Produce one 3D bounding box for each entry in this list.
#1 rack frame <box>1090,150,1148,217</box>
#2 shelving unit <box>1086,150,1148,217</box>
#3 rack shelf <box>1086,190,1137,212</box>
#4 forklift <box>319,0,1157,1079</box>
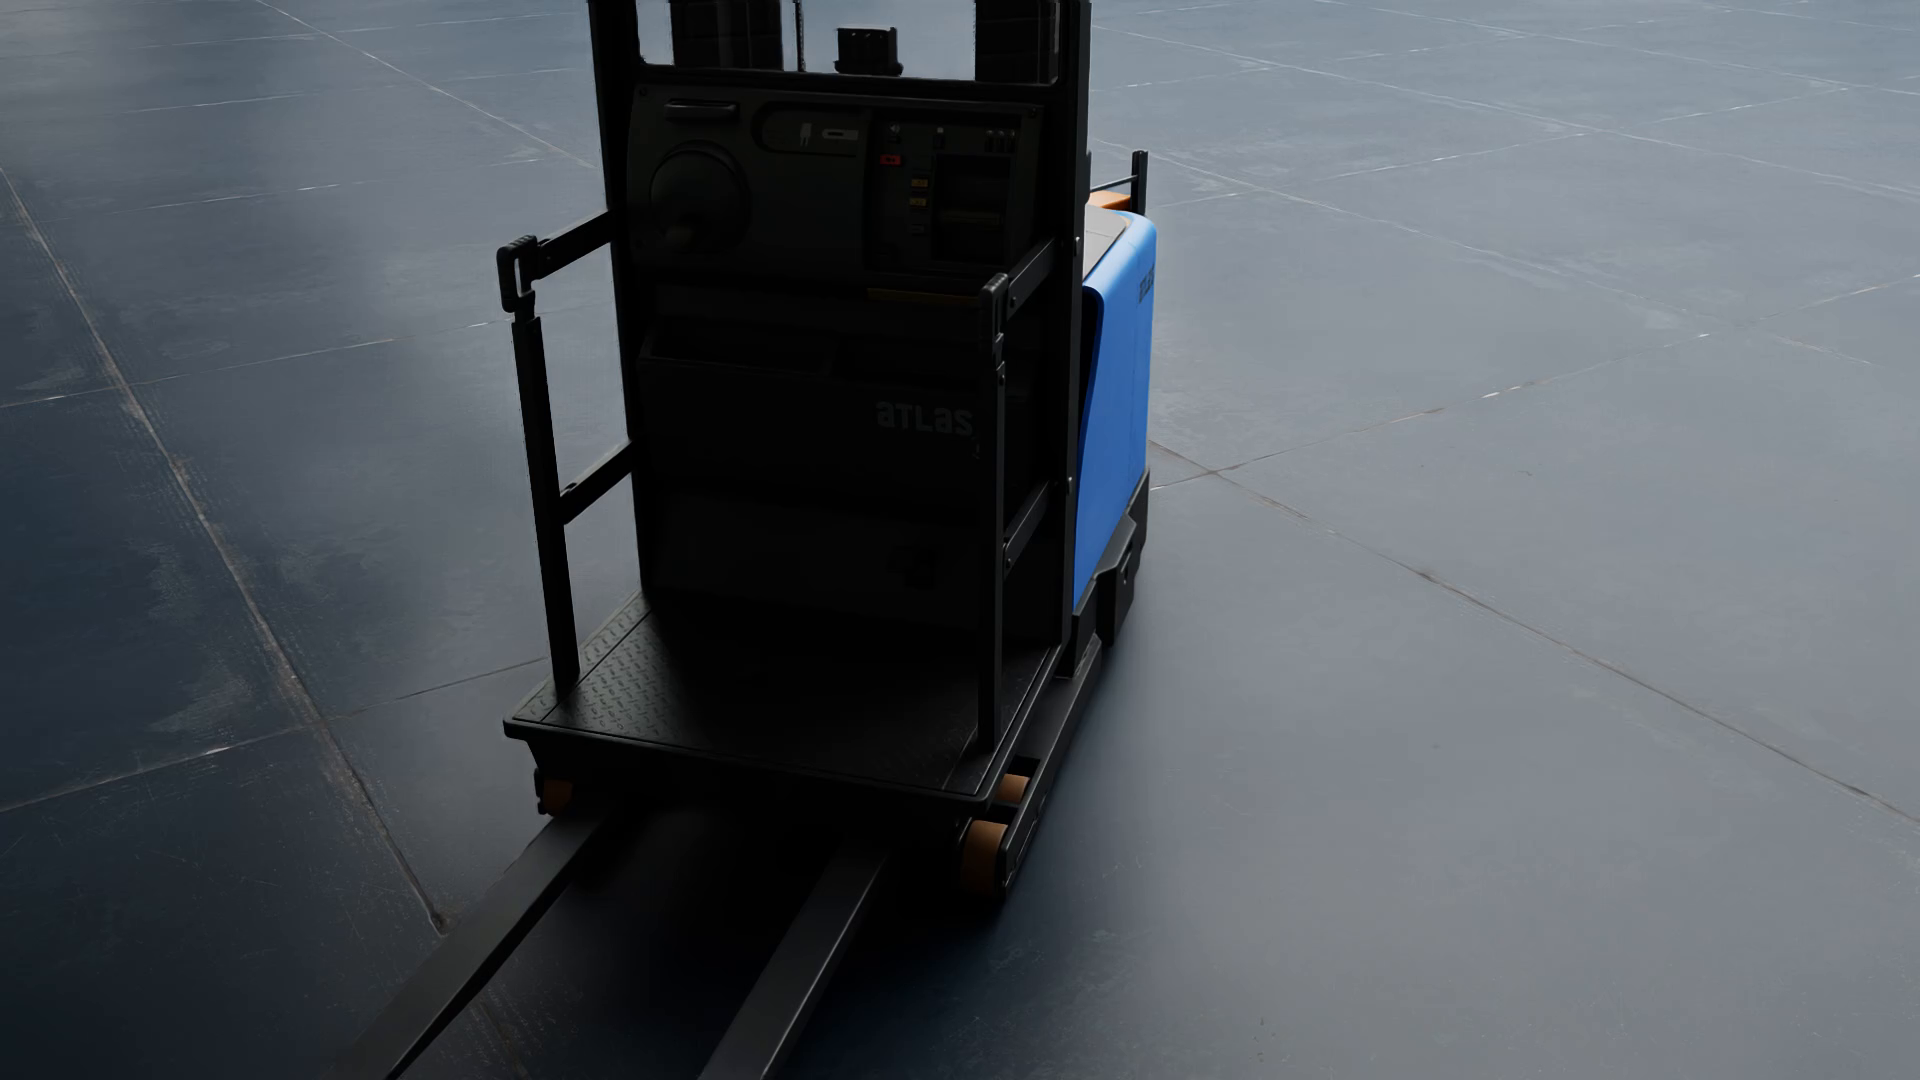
[{"bbox_3d":[0.411,-0.628,5.262,0.032,1.125,0.500,20,32,37],"label":"rack frame"},{"bbox_3d":[0.028,-0.771,5.565,1.048,1.125,0.538,20,32,37],"label":"shelving unit"},{"bbox_3d":[0.028,-1.035,5.440,1.000,0.278,0.538,20,32,37],"label":"rack shelf"},{"bbox_3d":[-0.338,-0.739,3.382,1.130,2.935,3.031,7,26,15],"label":"forklift"}]
